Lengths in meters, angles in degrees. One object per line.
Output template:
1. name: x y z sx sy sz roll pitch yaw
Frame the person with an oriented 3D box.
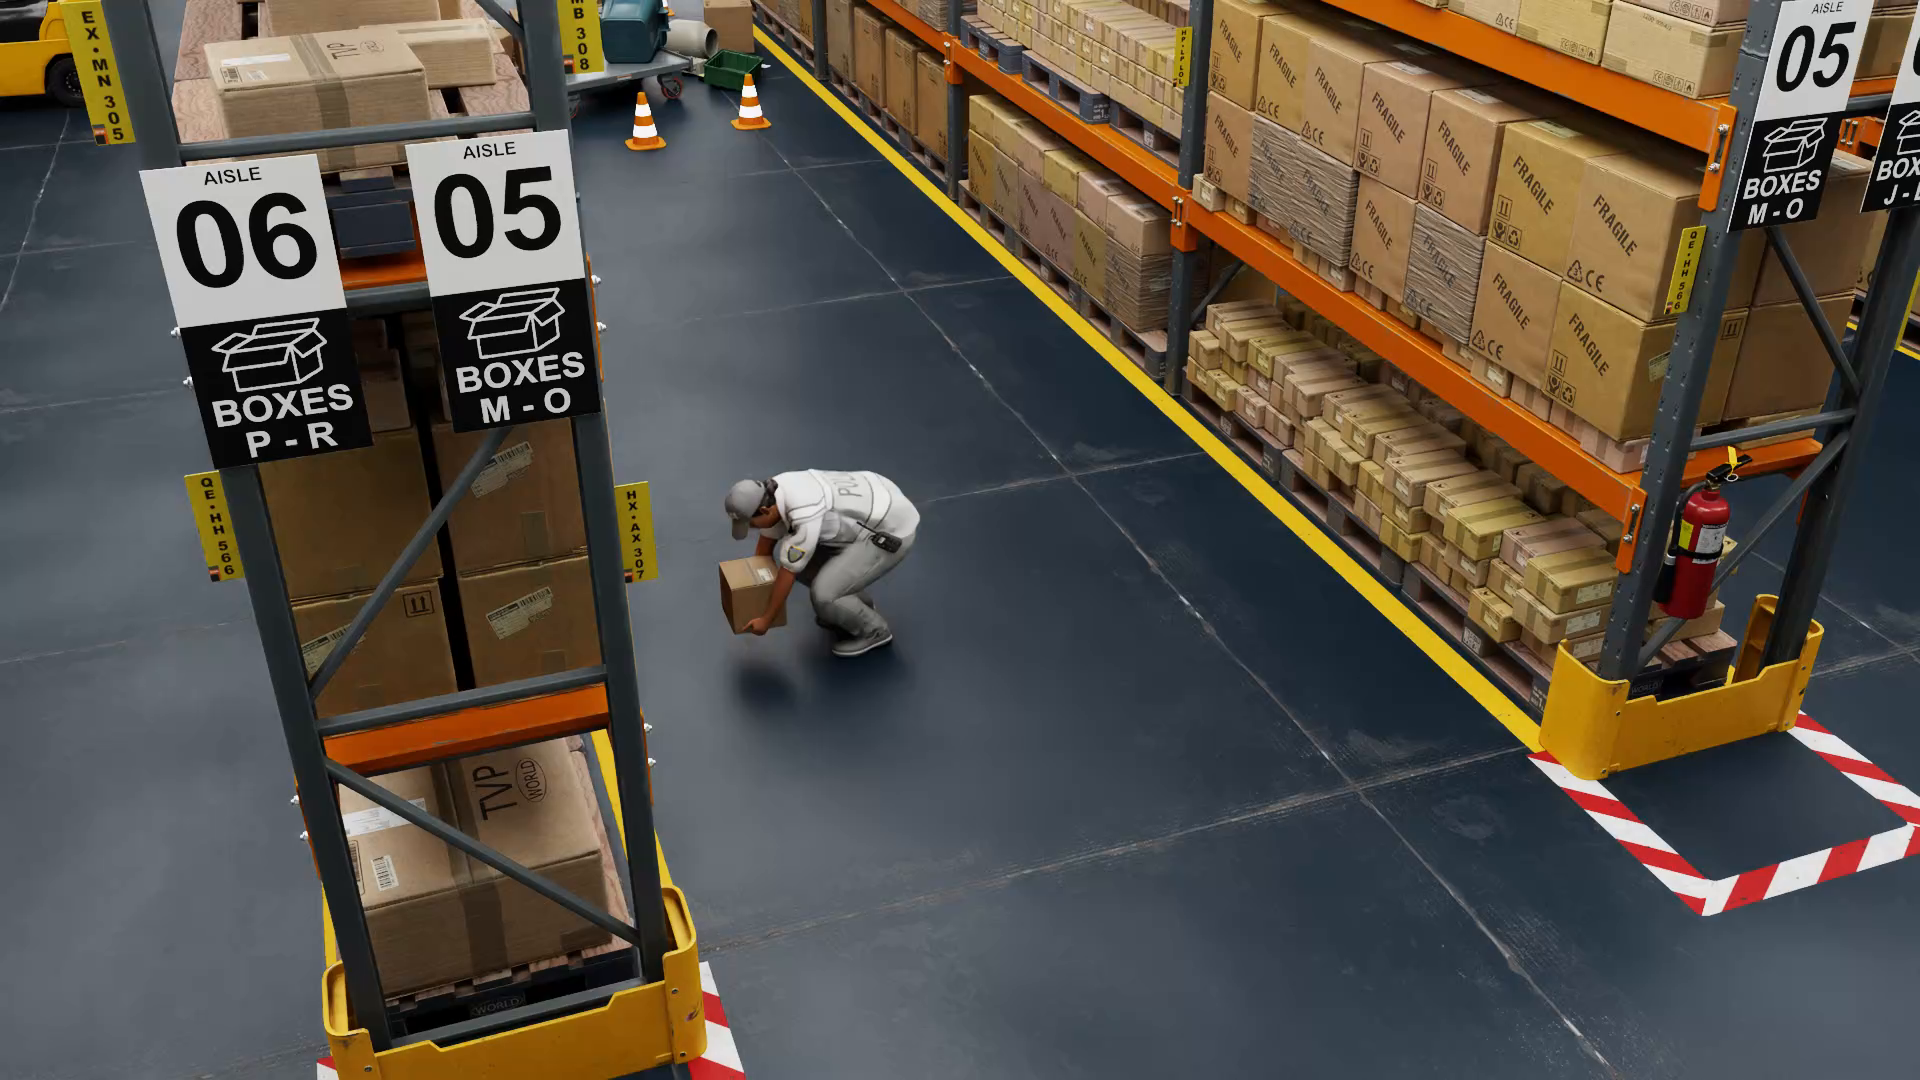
1. person: -0.635 0.070 7.739 0.902 0.940 0.517 -12 32 -19
